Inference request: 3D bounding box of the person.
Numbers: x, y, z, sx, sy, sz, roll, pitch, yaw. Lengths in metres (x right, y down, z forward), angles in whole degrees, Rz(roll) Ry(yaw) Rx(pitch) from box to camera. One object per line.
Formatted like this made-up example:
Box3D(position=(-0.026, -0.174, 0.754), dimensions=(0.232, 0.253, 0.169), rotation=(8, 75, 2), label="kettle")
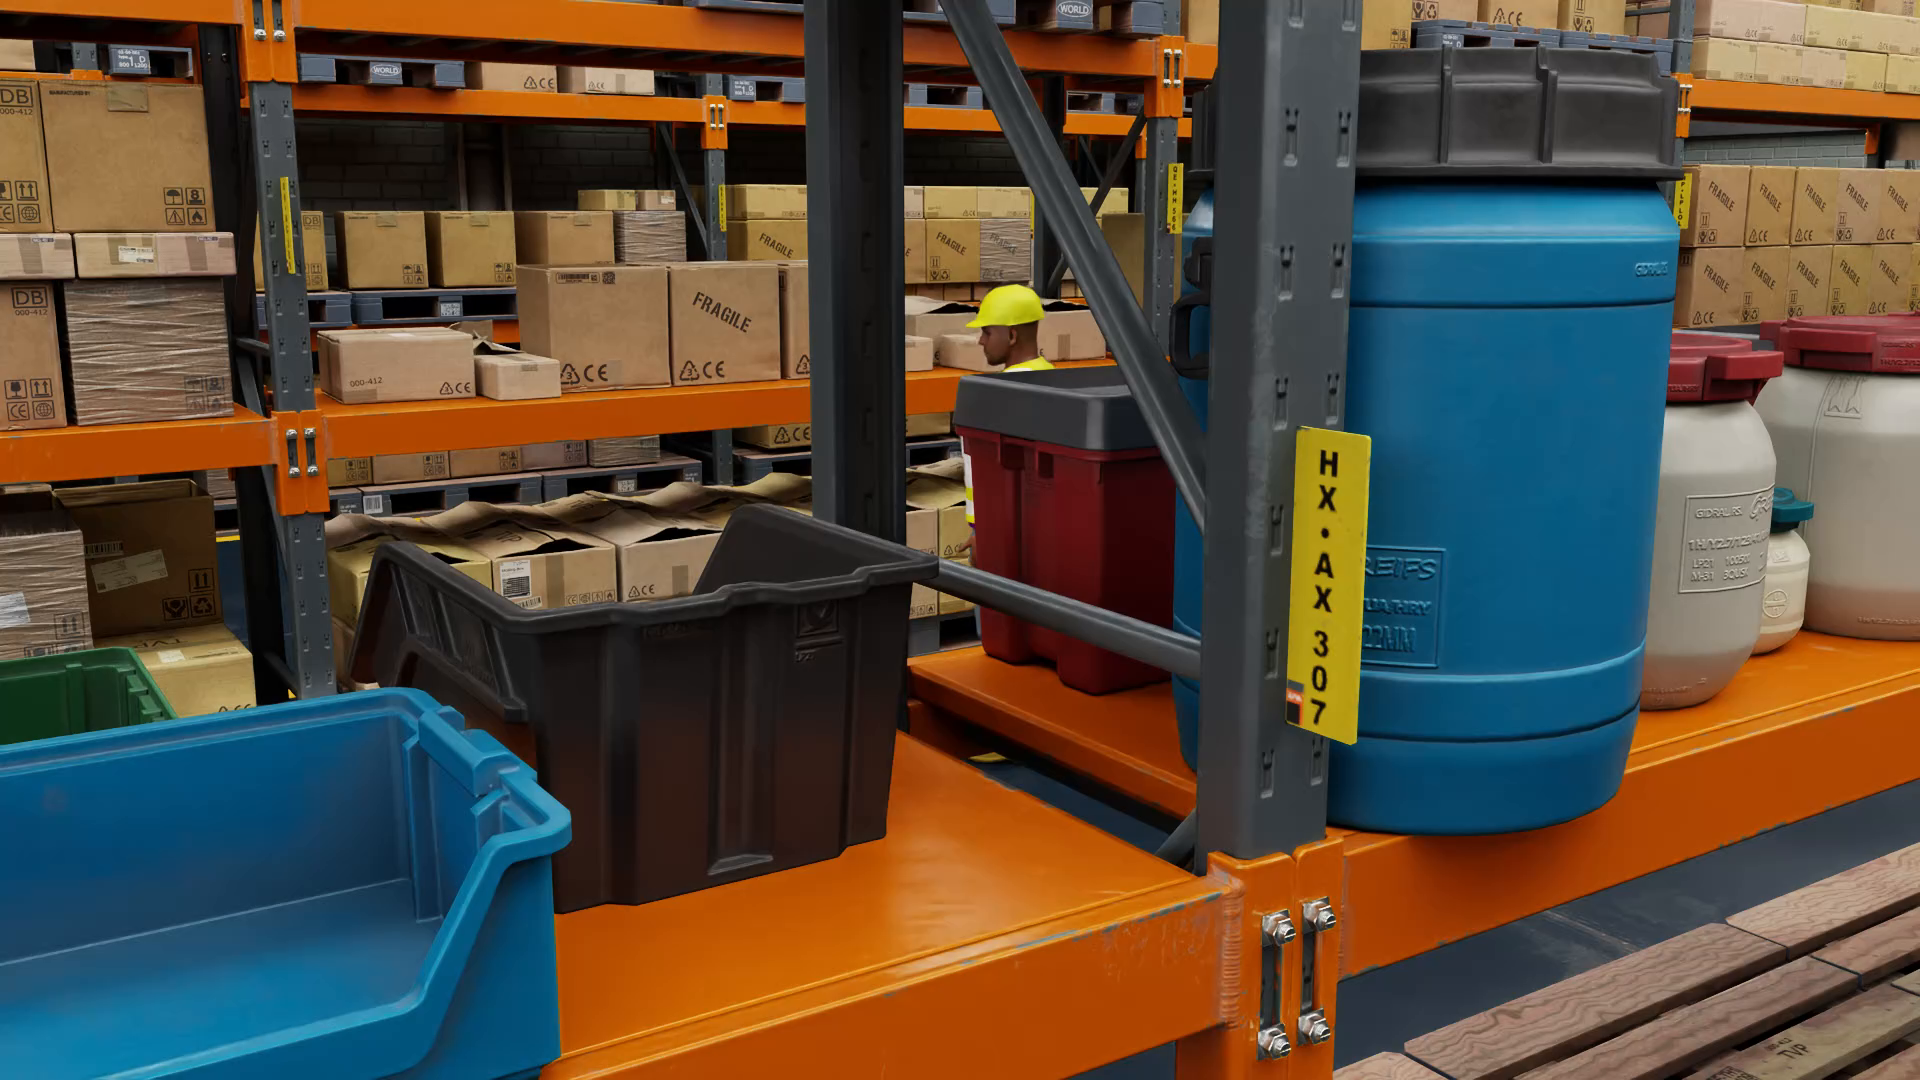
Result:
Box3D(position=(0.078, 0.234, 6.247), dimensions=(0.856, 1.167, 0.615), rotation=(3, 12, 14), label="person")
